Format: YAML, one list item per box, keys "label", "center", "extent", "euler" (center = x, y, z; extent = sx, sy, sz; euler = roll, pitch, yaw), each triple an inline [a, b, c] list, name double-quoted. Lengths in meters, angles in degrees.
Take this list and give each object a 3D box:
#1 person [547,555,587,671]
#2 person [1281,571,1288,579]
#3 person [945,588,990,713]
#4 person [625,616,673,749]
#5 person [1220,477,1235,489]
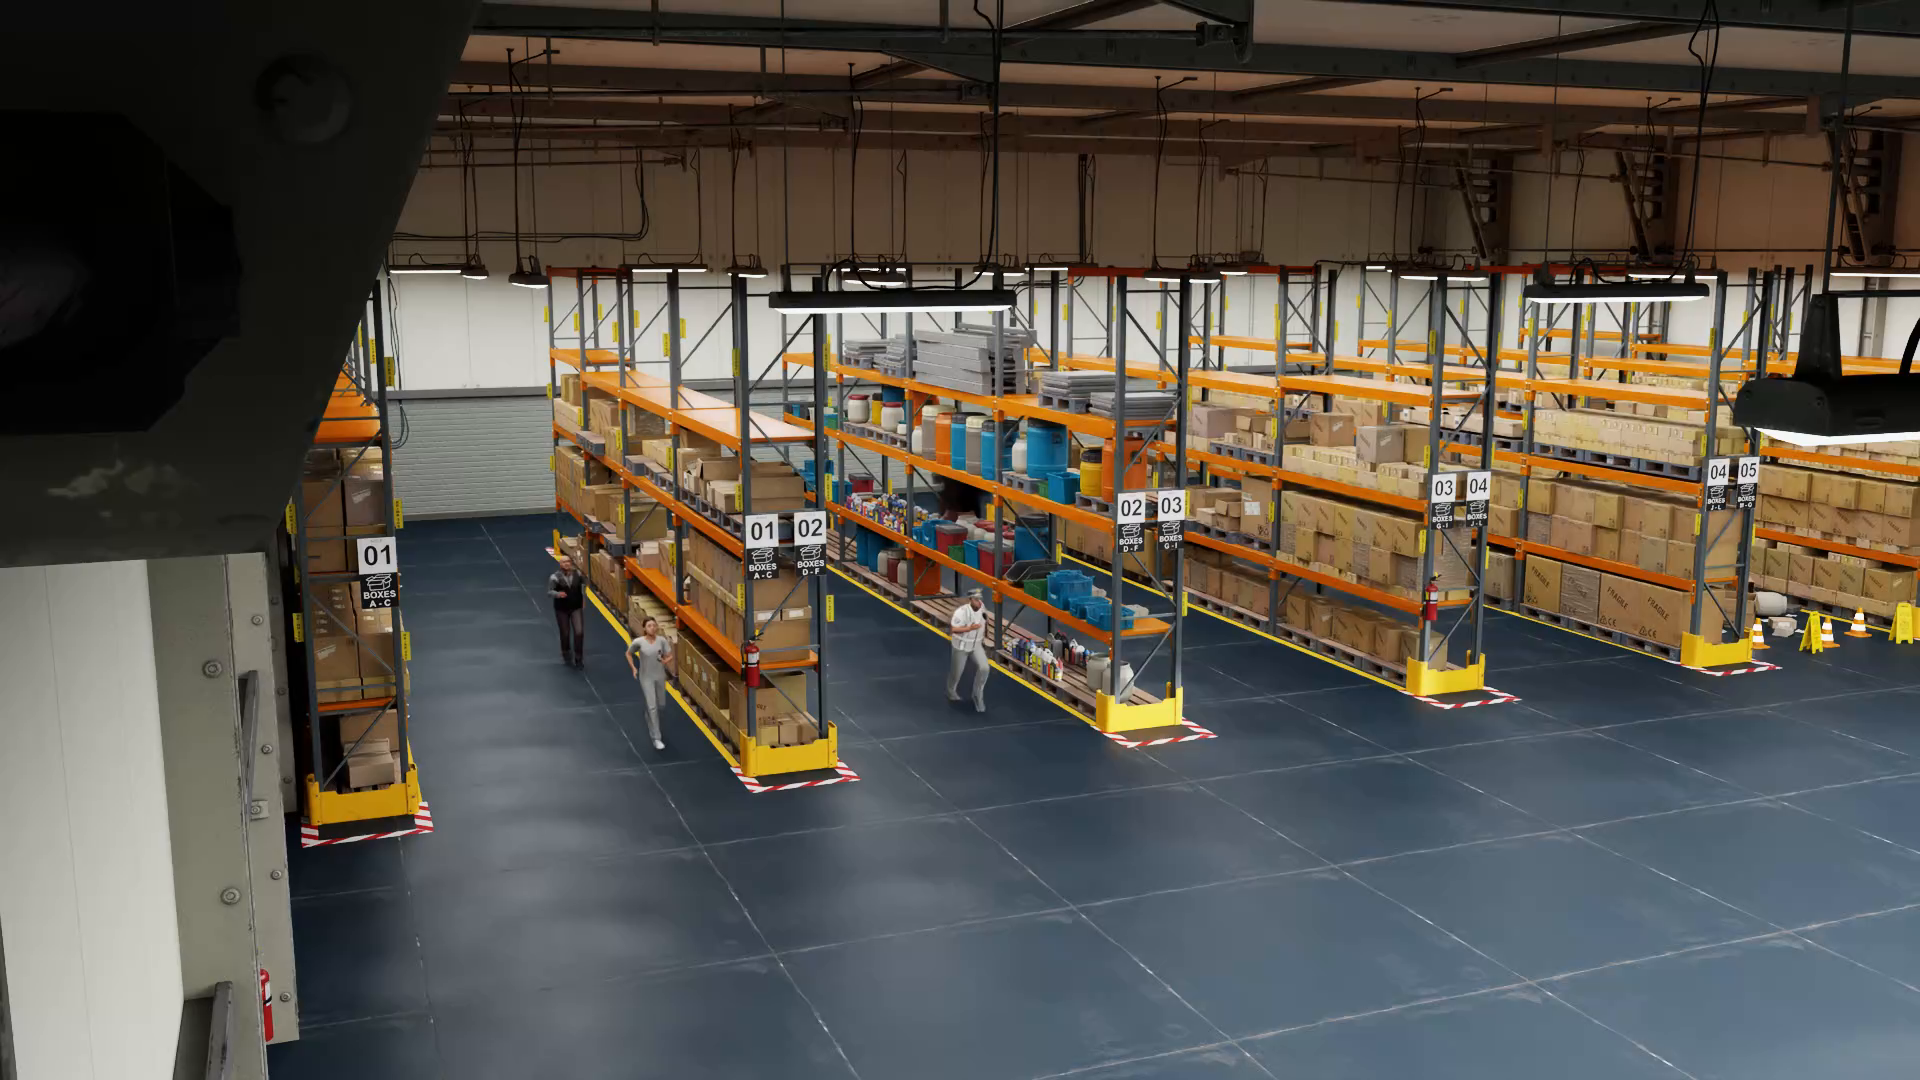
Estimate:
- label: "person"
  center: [-5.976, 1.108, 25.390]
  extent: [0.638, 1.784, 0.777]
  euler: [-3, 10, -19]
- label: "person"
  center: [6.170, 0.198, 31.085]
  extent: [0.570, 1.561, 0.597]
  euler: [-4, 11, -20]
- label: "person"
  center: [0.089, 1.499, 23.121]
  extent: [0.647, 1.784, 0.961]
  euler: [-5, 11, -28]
- label: "person"
  center: [-3.981, 1.795, 21.461]
  extent: [0.570, 1.646, 0.958]
  euler: [-5, 11, -27]
- label: "person"
  center: [6.726, -1.791, 42.178]
  extent: [0.555, 1.680, 0.577]
  euler: [-3, 10, -14]
